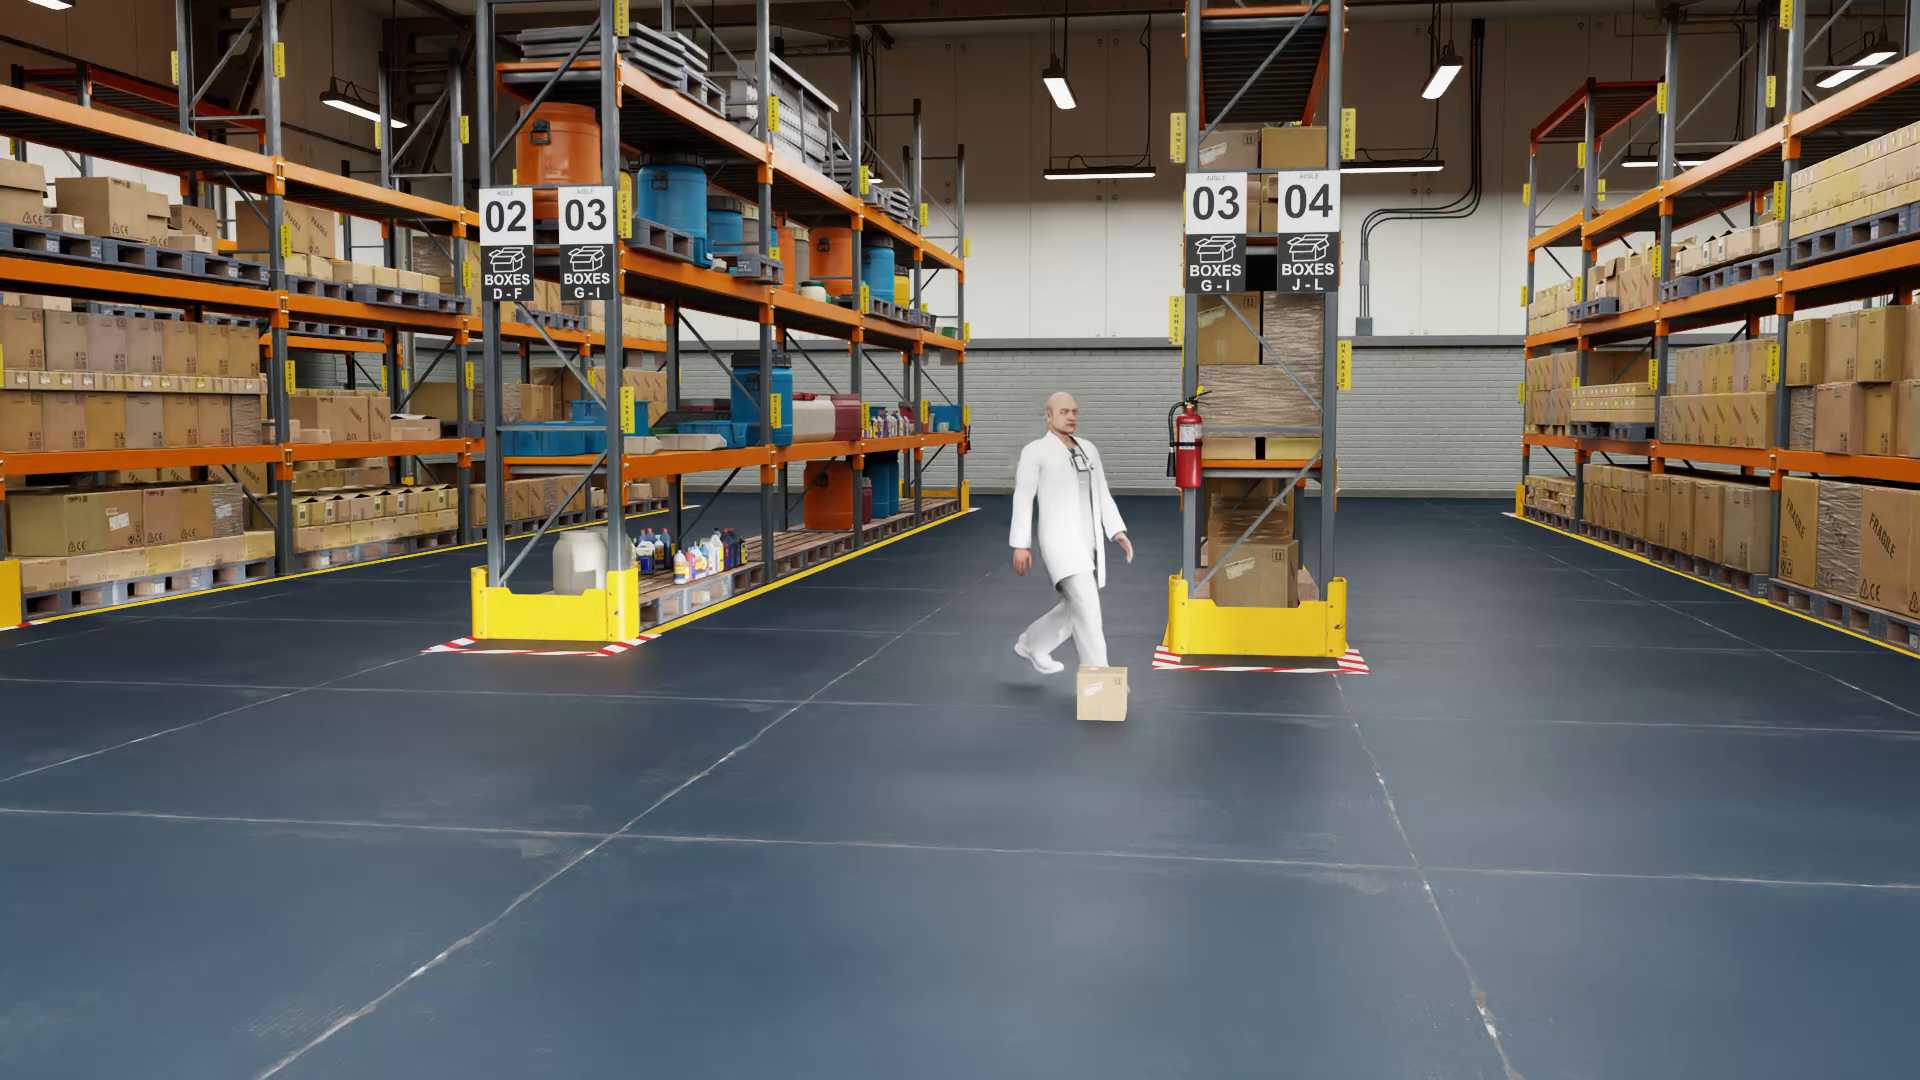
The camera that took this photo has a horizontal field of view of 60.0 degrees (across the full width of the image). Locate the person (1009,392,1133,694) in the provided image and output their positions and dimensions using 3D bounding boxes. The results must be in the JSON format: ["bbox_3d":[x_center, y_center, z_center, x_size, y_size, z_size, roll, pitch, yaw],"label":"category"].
[{"bbox_3d":[0.650,0.016,9.550,0.578,1.723,1.109,-4,6,-43],"label":"person"}]
